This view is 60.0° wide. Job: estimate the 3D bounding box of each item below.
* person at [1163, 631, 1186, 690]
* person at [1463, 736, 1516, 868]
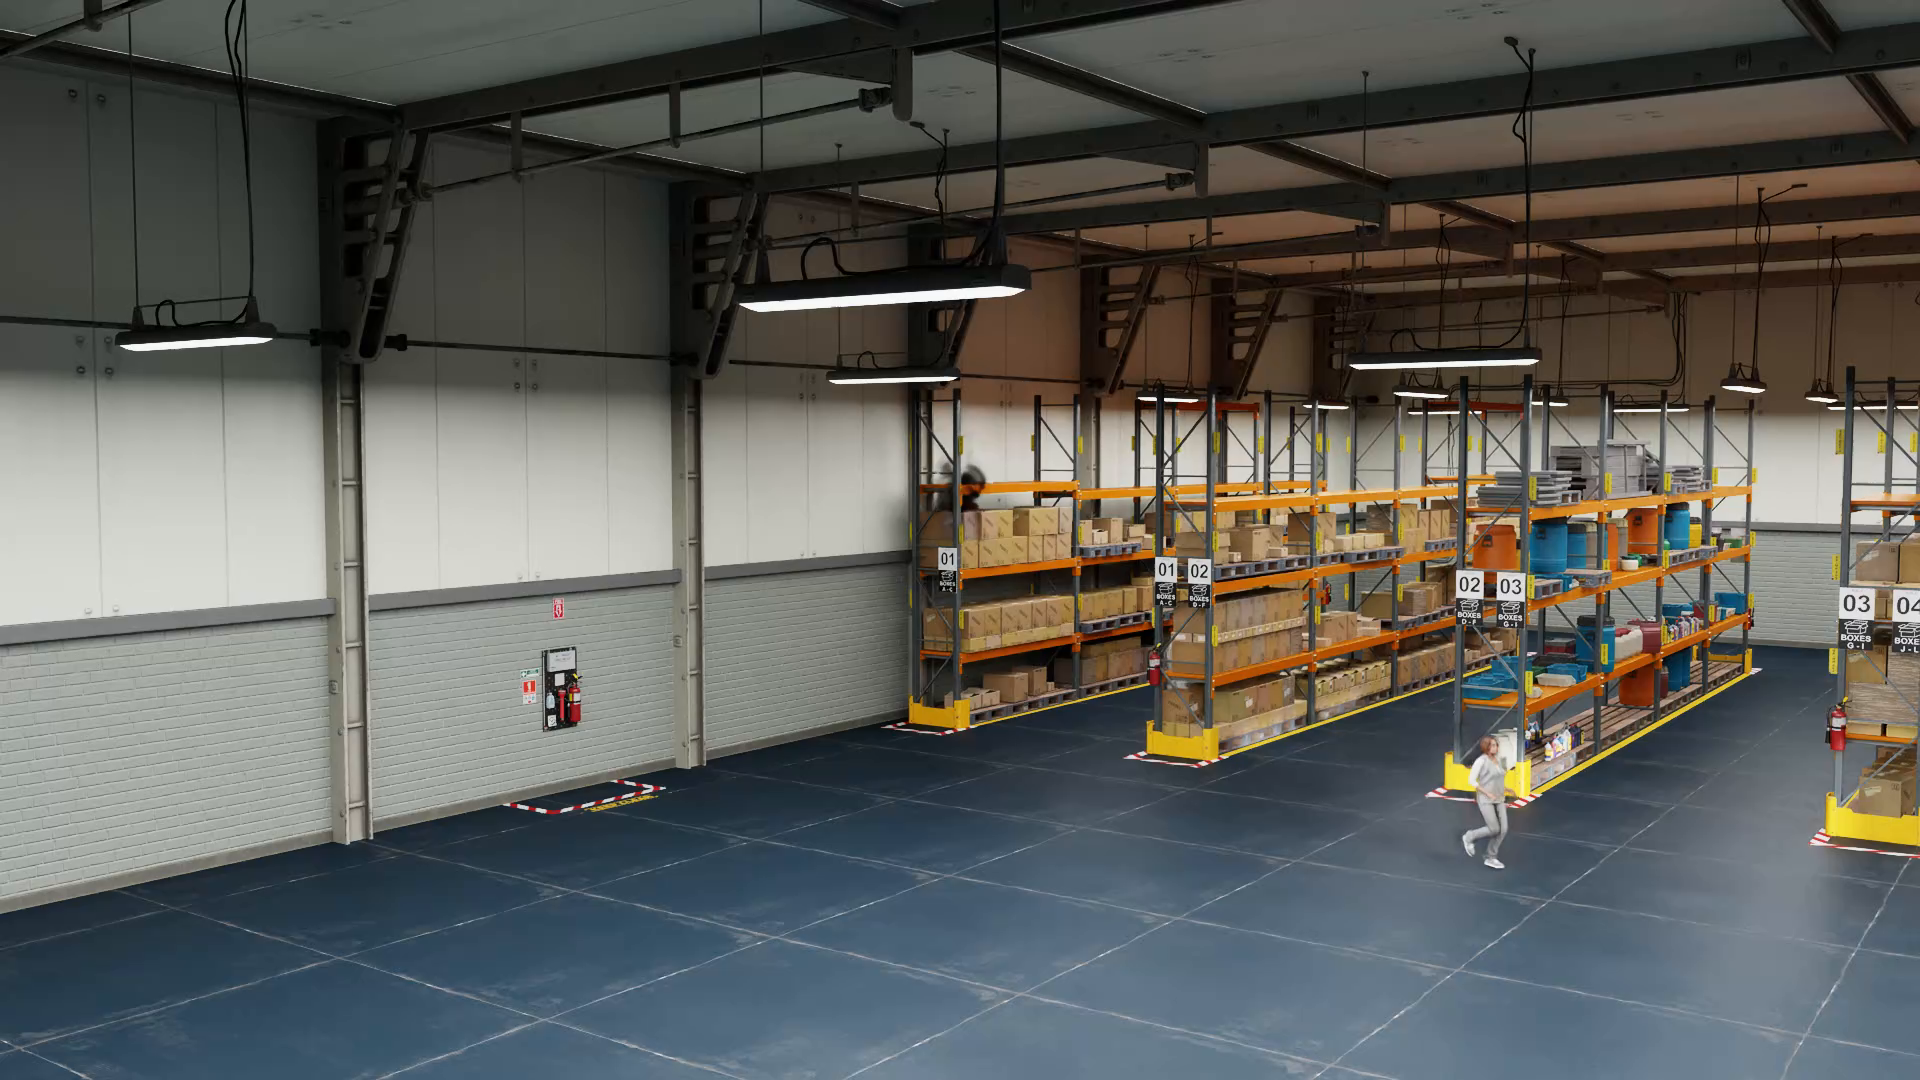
[{"bbox_3d":[3.839,2.435,29.466,0.634,1.786,0.645,2,4,30],"label":"person"},{"bbox_3d":[6.274,3.100,19.746,0.535,1.547,0.565,-2,4,-34],"label":"person"}]
